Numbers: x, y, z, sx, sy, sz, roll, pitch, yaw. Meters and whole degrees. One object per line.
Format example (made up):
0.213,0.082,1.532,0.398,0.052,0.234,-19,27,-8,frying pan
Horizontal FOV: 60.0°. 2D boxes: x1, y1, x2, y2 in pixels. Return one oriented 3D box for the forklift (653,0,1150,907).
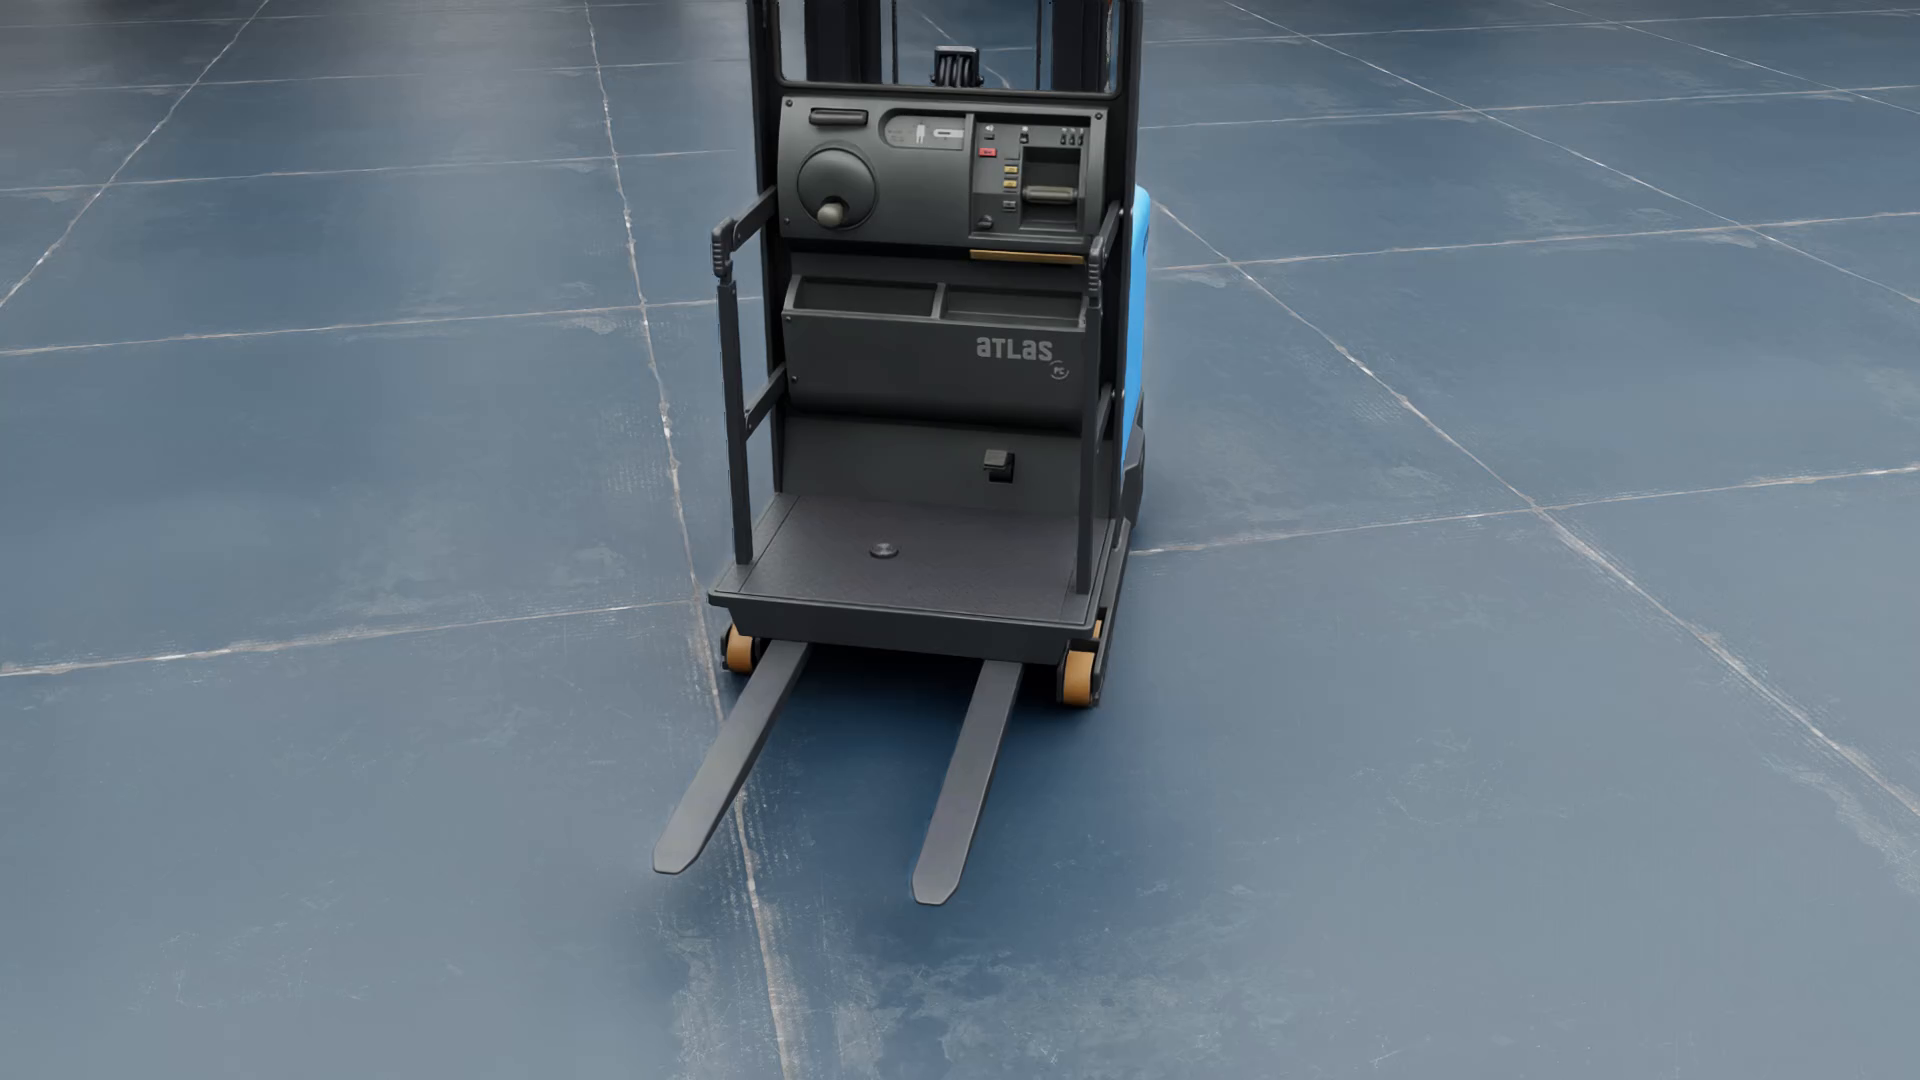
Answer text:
-0.092,-1.004,4.486,1.130,2.935,3.031,5,27,9,forklift
